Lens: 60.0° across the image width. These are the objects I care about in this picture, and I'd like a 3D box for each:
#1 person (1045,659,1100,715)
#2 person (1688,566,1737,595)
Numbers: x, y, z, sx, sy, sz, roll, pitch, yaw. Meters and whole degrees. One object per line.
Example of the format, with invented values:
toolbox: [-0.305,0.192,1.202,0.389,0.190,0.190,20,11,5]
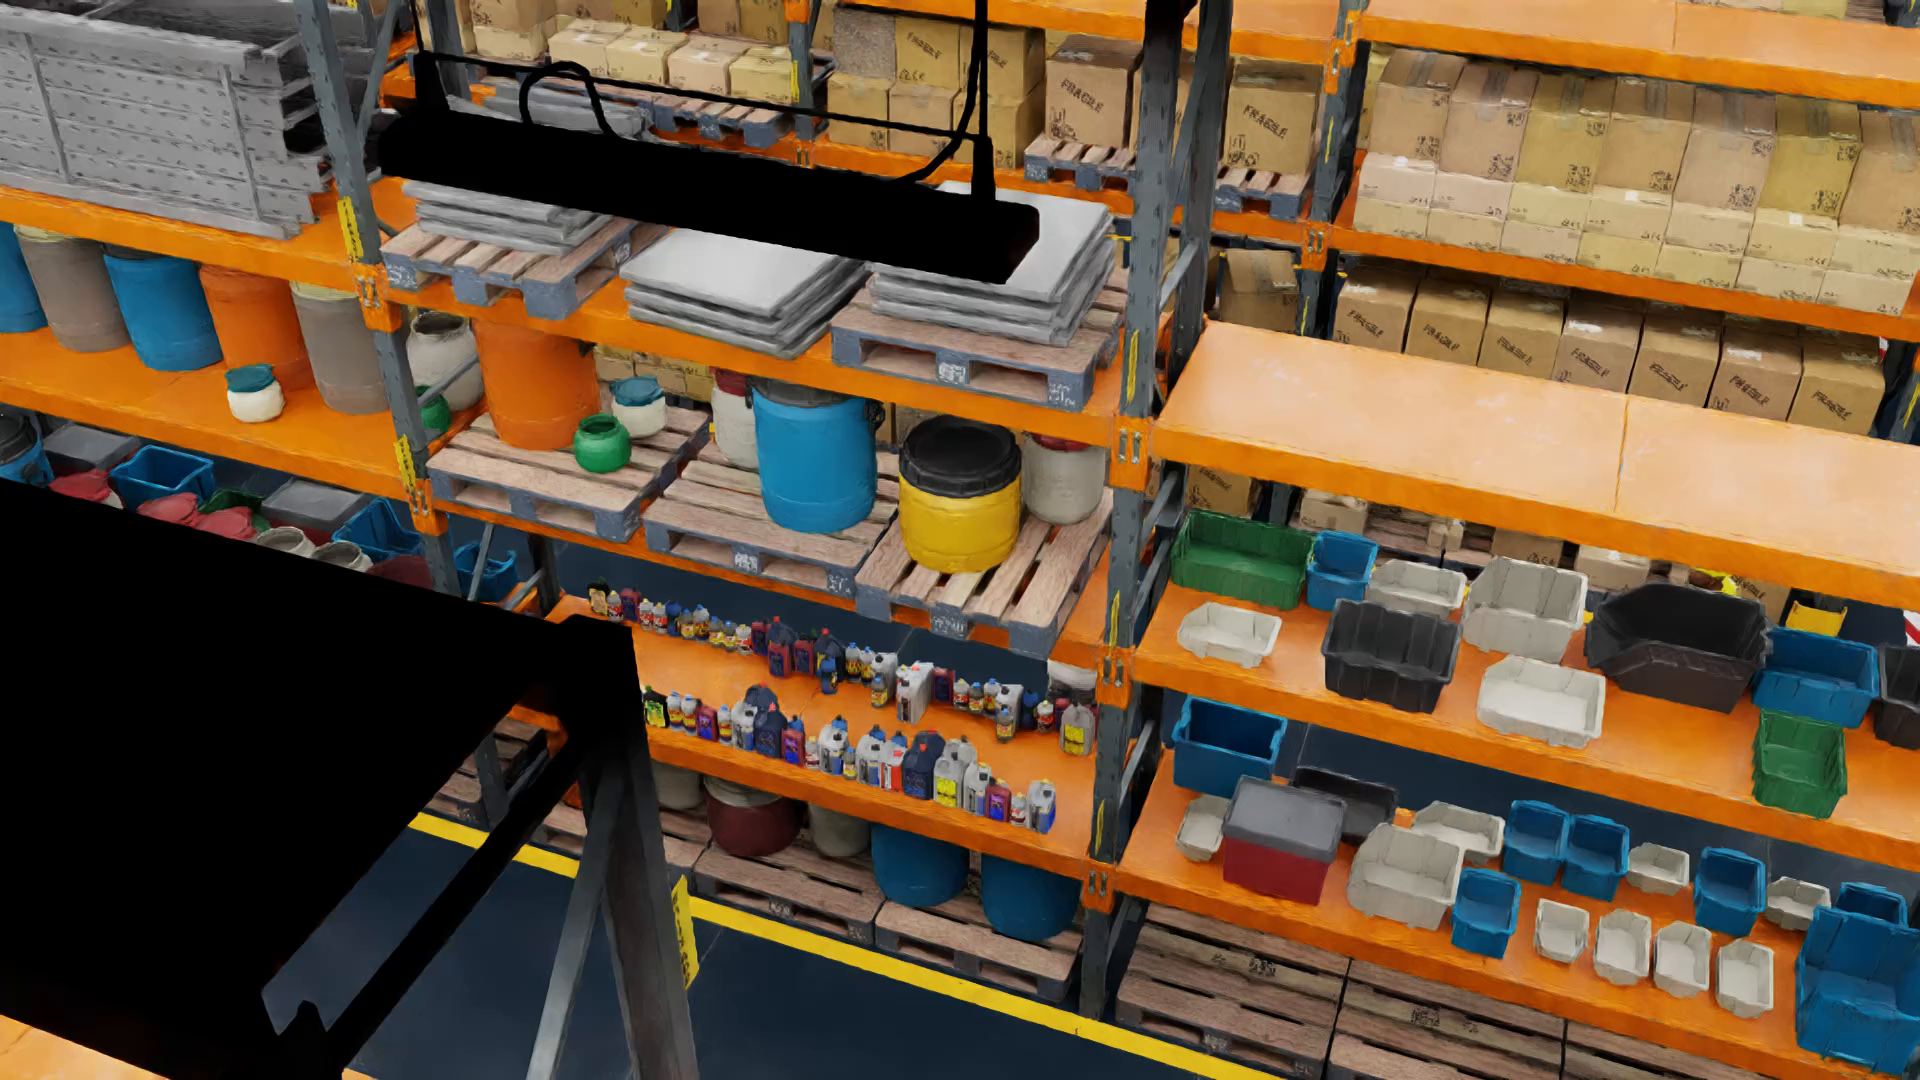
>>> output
person: [0.818,0.833,10.745,0.638,1.784,0.551,26,43,30]
person: [4.787,0.784,10.896,1.042,1.716,0.591,12,38,16]
